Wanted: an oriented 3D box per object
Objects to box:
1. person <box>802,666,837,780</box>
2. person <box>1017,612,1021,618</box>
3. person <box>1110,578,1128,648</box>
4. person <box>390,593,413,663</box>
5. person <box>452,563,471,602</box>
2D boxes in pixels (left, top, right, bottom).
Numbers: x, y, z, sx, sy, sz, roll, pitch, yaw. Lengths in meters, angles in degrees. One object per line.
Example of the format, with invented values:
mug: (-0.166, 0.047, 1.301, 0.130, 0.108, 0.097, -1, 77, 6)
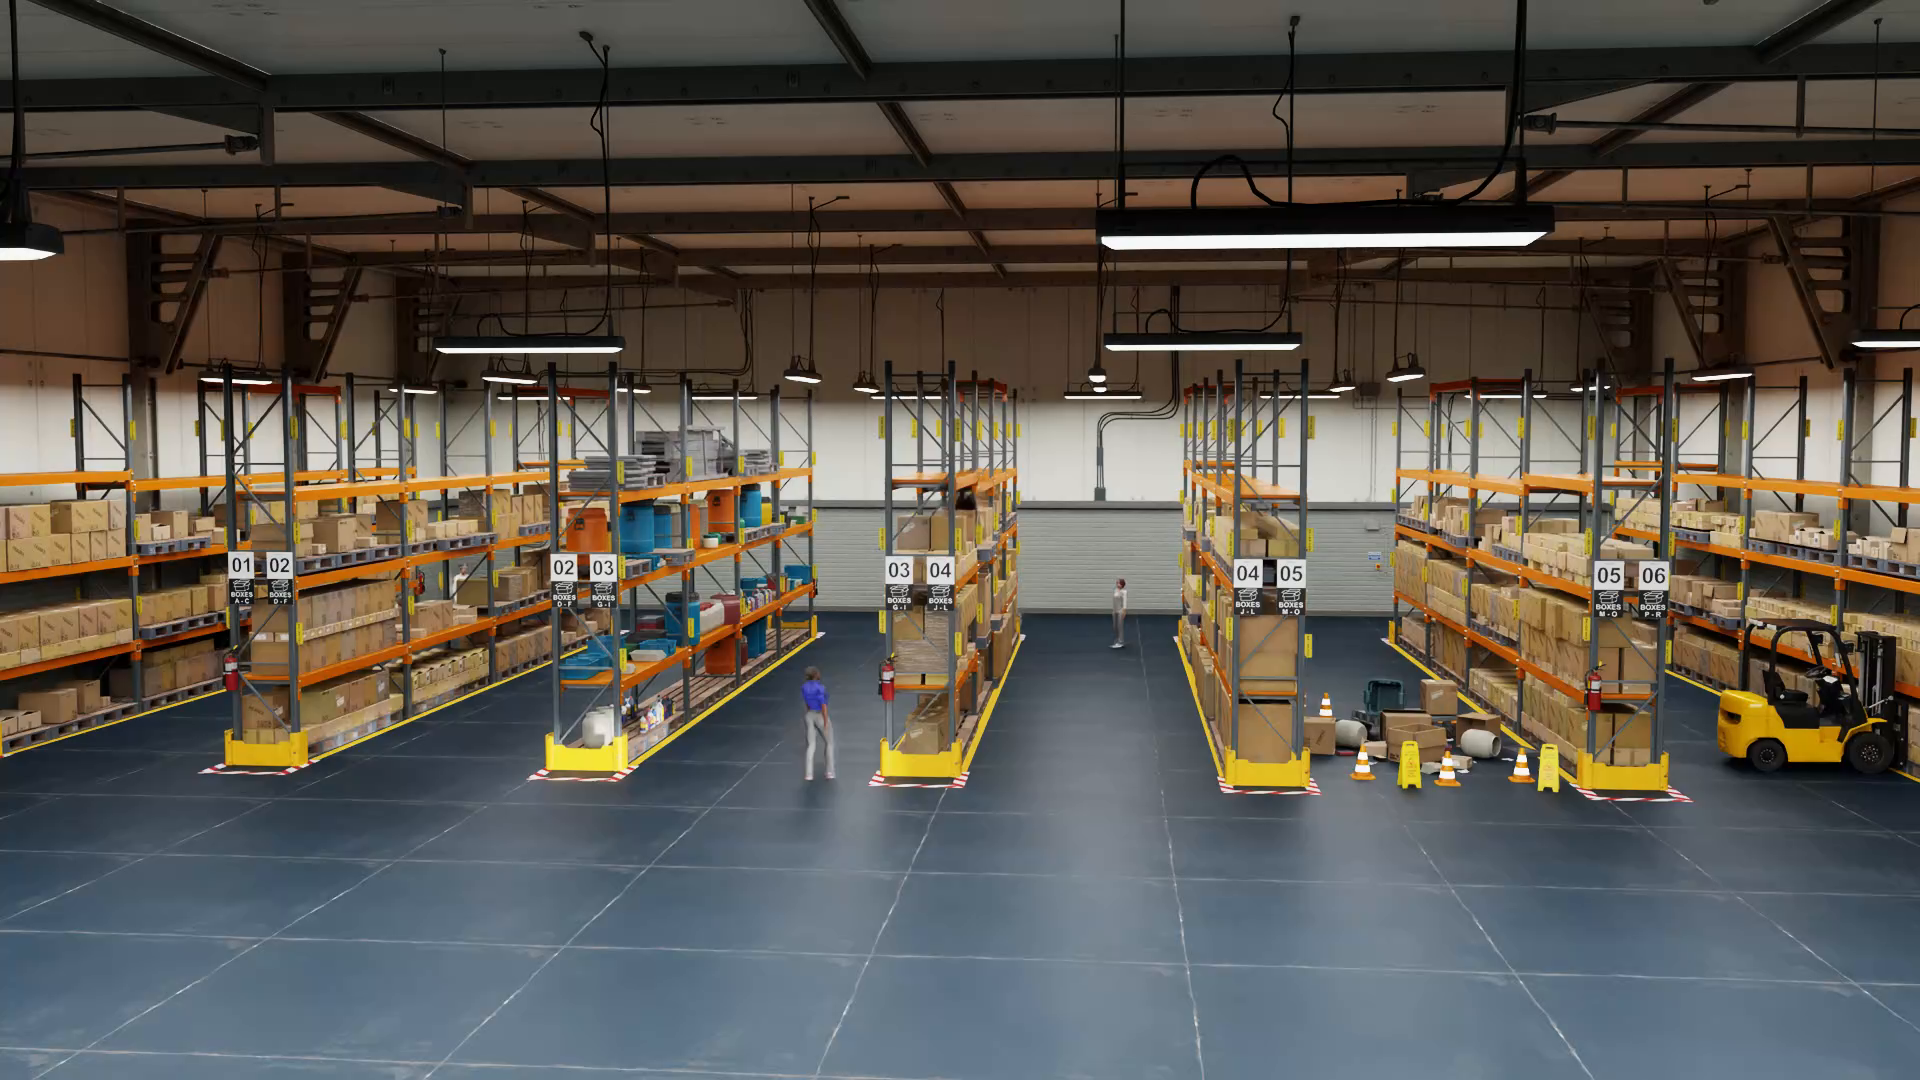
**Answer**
person: (-2.032, 2.640, 23.860, 0.446, 1.706, 0.633, 2, 4, 24)
person: (1.187, 1.372, 42.011, 0.541, 1.716, 0.676, 4, 5, 44)
person: (3.655, 1.680, 38.390, 0.351, 1.597, 0.467, -1, 4, -21)
person: (-11.545, 1.897, 34.110, 0.602, 1.645, 1.028, 0, 4, 6)
person: (-12.471, 1.416, 41.695, 0.516, 1.675, 0.555, -2, 4, -32)
